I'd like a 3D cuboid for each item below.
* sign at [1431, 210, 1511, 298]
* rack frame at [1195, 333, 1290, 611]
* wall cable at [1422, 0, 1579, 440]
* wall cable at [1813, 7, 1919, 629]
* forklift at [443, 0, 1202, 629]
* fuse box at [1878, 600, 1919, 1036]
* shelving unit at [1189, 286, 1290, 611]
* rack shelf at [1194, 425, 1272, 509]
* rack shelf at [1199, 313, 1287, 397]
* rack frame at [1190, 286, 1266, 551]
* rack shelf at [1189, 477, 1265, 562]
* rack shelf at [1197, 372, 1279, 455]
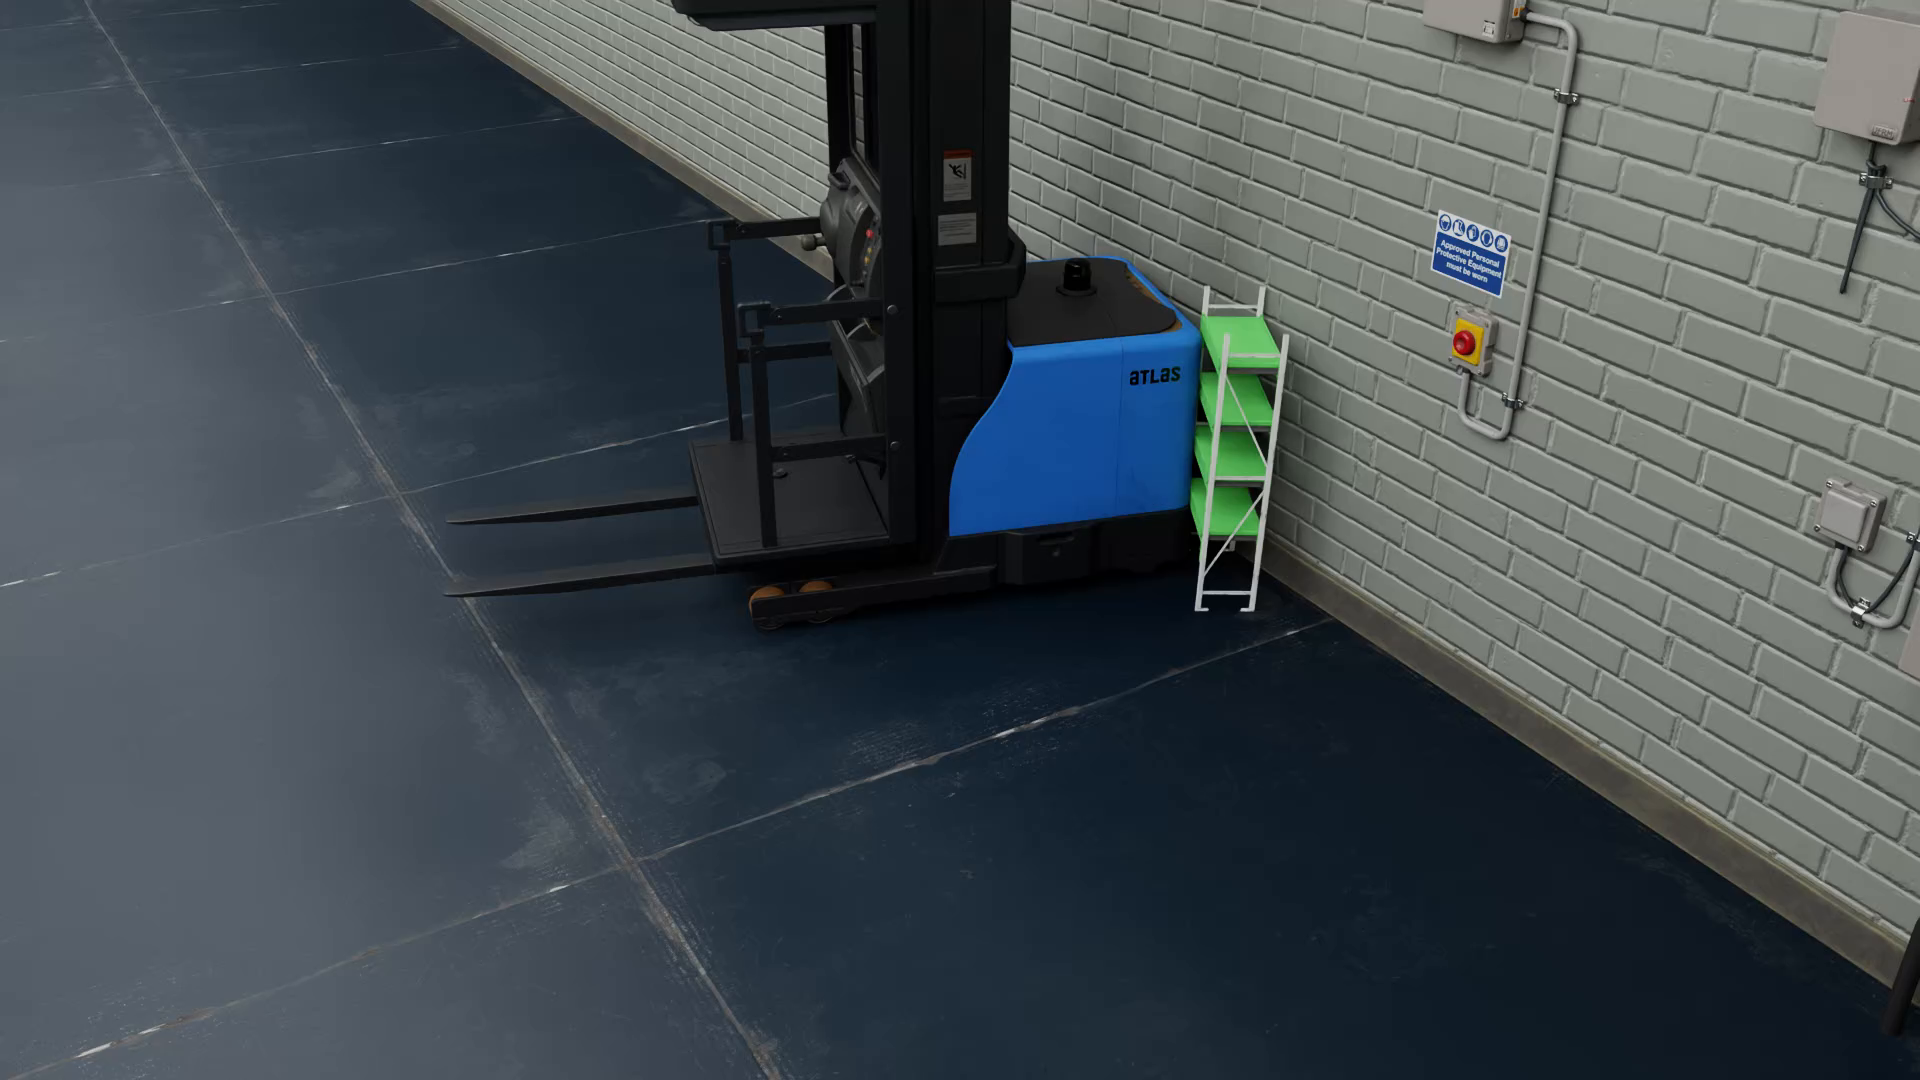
[{"bbox_3d":[1.723,-0.969,5.621,0.001,0.218,0.327,-16,33,-26],"label":"sign"},{"bbox_3d":[1.084,-0.237,6.435,0.240,1.200,0.015,0,30,-2],"label":"rack frame"},{"bbox_3d":[1.694,-1.274,5.370,0.123,1.953,0.585,-16,33,-26],"label":"wall cable"},{"bbox_3d":[2.423,-0.672,4.312,0.122,1.984,0.588,-16,33,-26],"label":"wall cable"},{"bbox_3d":[-0.604,-1.210,6.409,3.031,2.935,1.130,-7,30,-12],"label":"forklift"},{"bbox_3d":[2.633,0.660,4.284,0.414,1.711,0.539,-16,33,-26],"label":"fuse box"},{"bbox_3d":[1.078,-0.357,6.647,0.258,1.200,0.503,0,30,-2],"label":"shelving unit"},{"bbox_3d":[1.077,-0.302,6.678,0.258,0.148,0.480,0,30,-2],"label":"rack shelf"},{"bbox_3d":[1.087,-0.719,6.441,0.258,0.148,0.480,0,30,-2],"label":"rack shelf"},{"bbox_3d":[1.073,-0.478,6.859,0.240,1.200,0.015,0,30,-2],"label":"rack frame"},{"bbox_3d":[1.072,-0.093,6.797,0.258,0.148,0.480,0,30,-2],"label":"rack shelf"},{"bbox_3d":[1.082,-0.511,6.560,0.258,0.148,0.480,0,30,-2],"label":"rack shelf"}]
